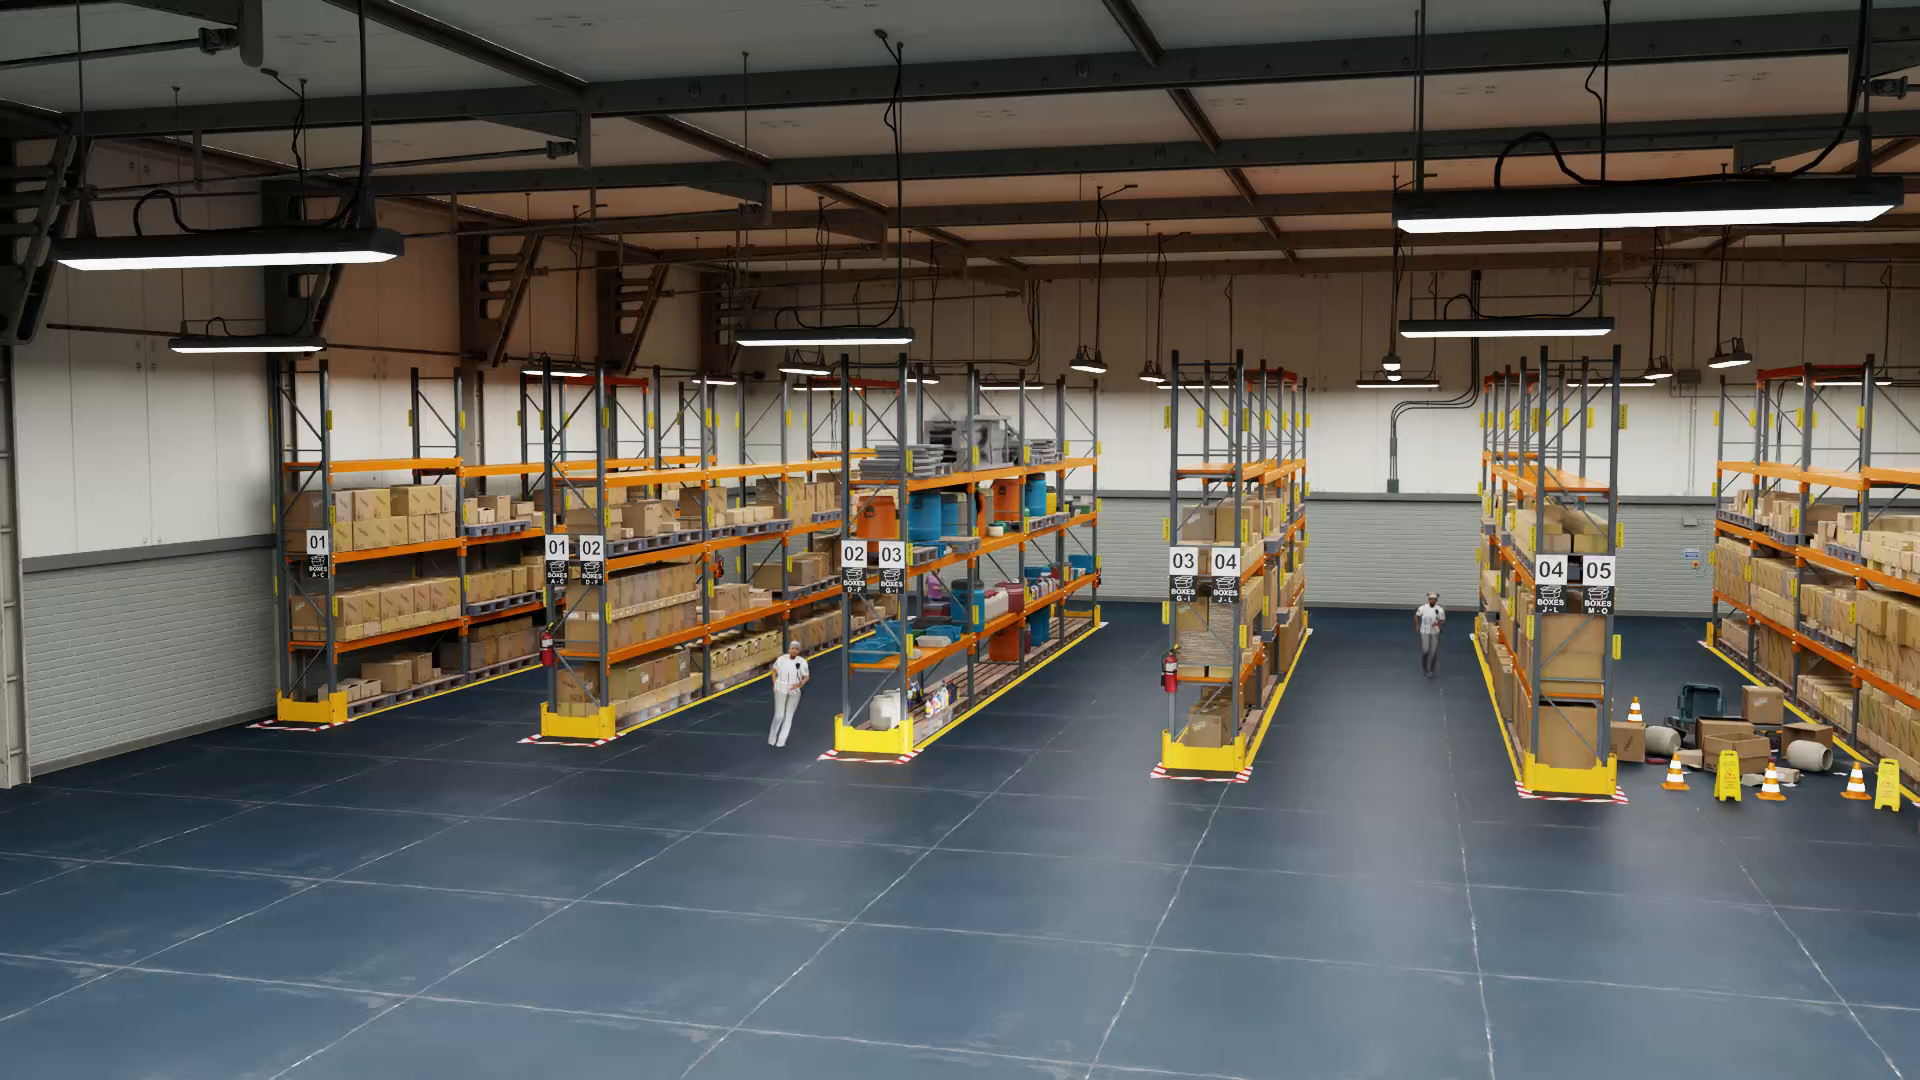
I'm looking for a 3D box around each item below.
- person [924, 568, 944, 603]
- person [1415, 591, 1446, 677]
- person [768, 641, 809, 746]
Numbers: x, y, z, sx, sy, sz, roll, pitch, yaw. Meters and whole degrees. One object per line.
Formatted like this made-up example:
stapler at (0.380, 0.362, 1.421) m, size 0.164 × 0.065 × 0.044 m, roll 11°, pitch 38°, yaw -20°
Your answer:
person at (-0.610, 1.390, 39.141) m, size 0.507 × 1.626 × 0.690 m, roll 0°, pitch 4°, yaw 3°
person at (9.148, 1.838, 32.348) m, size 0.565 × 1.681 × 0.635 m, roll 1°, pitch 4°, yaw 12°
person at (-2.638, 2.355, 25.548) m, size 0.642 × 1.625 × 0.549 m, roll 0°, pitch 4°, yaw -6°
